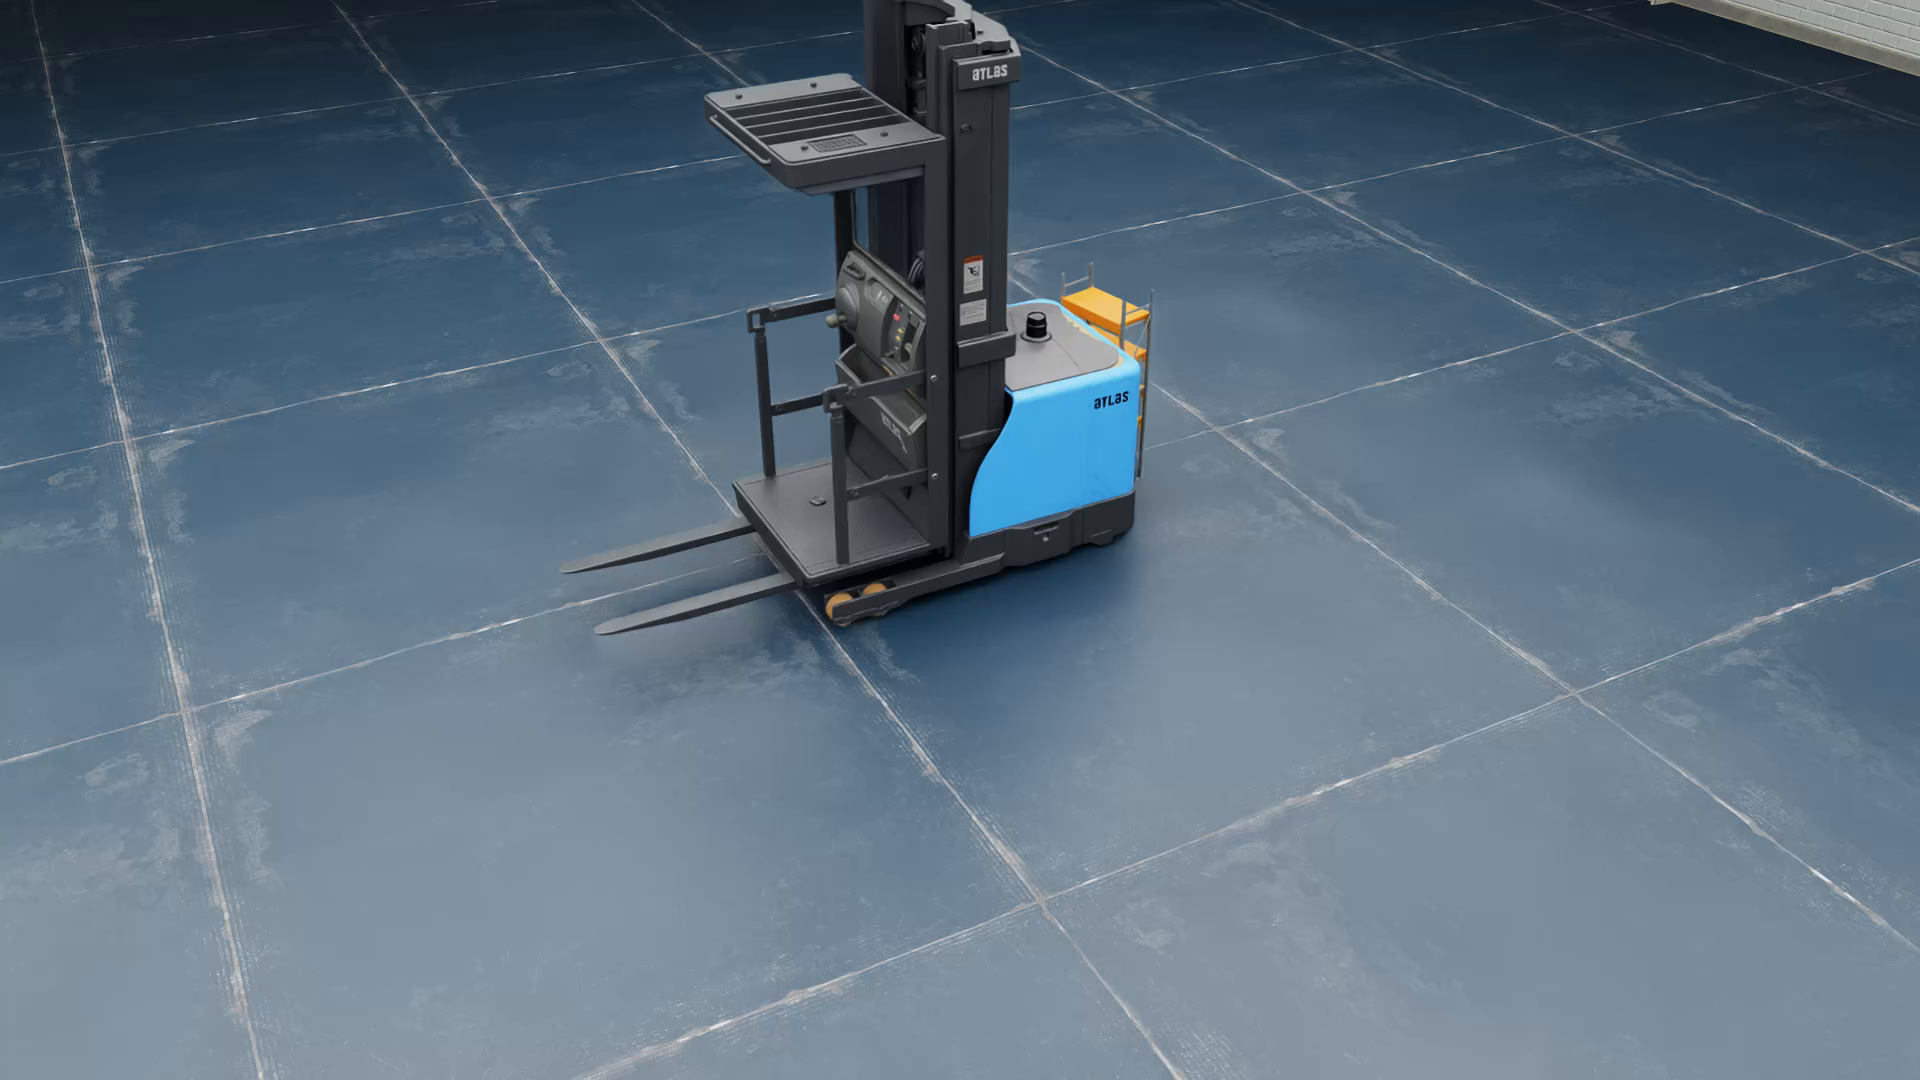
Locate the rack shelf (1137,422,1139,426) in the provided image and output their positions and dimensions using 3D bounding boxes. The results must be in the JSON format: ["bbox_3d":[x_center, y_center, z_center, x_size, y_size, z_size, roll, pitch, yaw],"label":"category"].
[{"bbox_3d":[0.821,-0.736,9.726,0.199,0.029,0.442,-24,40,-33],"label":"rack shelf"}]

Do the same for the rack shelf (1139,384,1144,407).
[{"bbox_3d":[0.821,-0.879,9.634,0.258,0.148,0.480,-24,40,-33],"label":"rack shelf"}]

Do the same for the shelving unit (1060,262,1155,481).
[{"bbox_3d":[0.822,-0.936,9.598,0.258,1.200,0.503,-24,40,-33],"label":"shelving unit"}]

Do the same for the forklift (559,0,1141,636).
[{"bbox_3d":[-0.583,-1.119,8.279,3.031,2.935,1.130,-16,36,-23],"label":"forklift"}]

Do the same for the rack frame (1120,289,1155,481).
[{"bbox_3d":[0.979,-0.835,9.441,0.240,1.200,0.015,-24,40,-33],"label":"rack frame"}]

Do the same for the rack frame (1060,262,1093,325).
[{"bbox_3d":[0.664,-1.036,9.755,0.240,1.200,0.015,-24,40,-33],"label":"rack frame"}]

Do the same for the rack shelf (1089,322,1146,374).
[{"bbox_3d":[0.822,-1.067,9.513,0.258,0.148,0.480,-24,40,-33],"label":"rack shelf"}]

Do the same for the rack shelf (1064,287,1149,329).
[{"bbox_3d":[0.822,-1.300,9.365,0.221,0.050,0.457,-24,40,-33],"label":"rack shelf"}]
